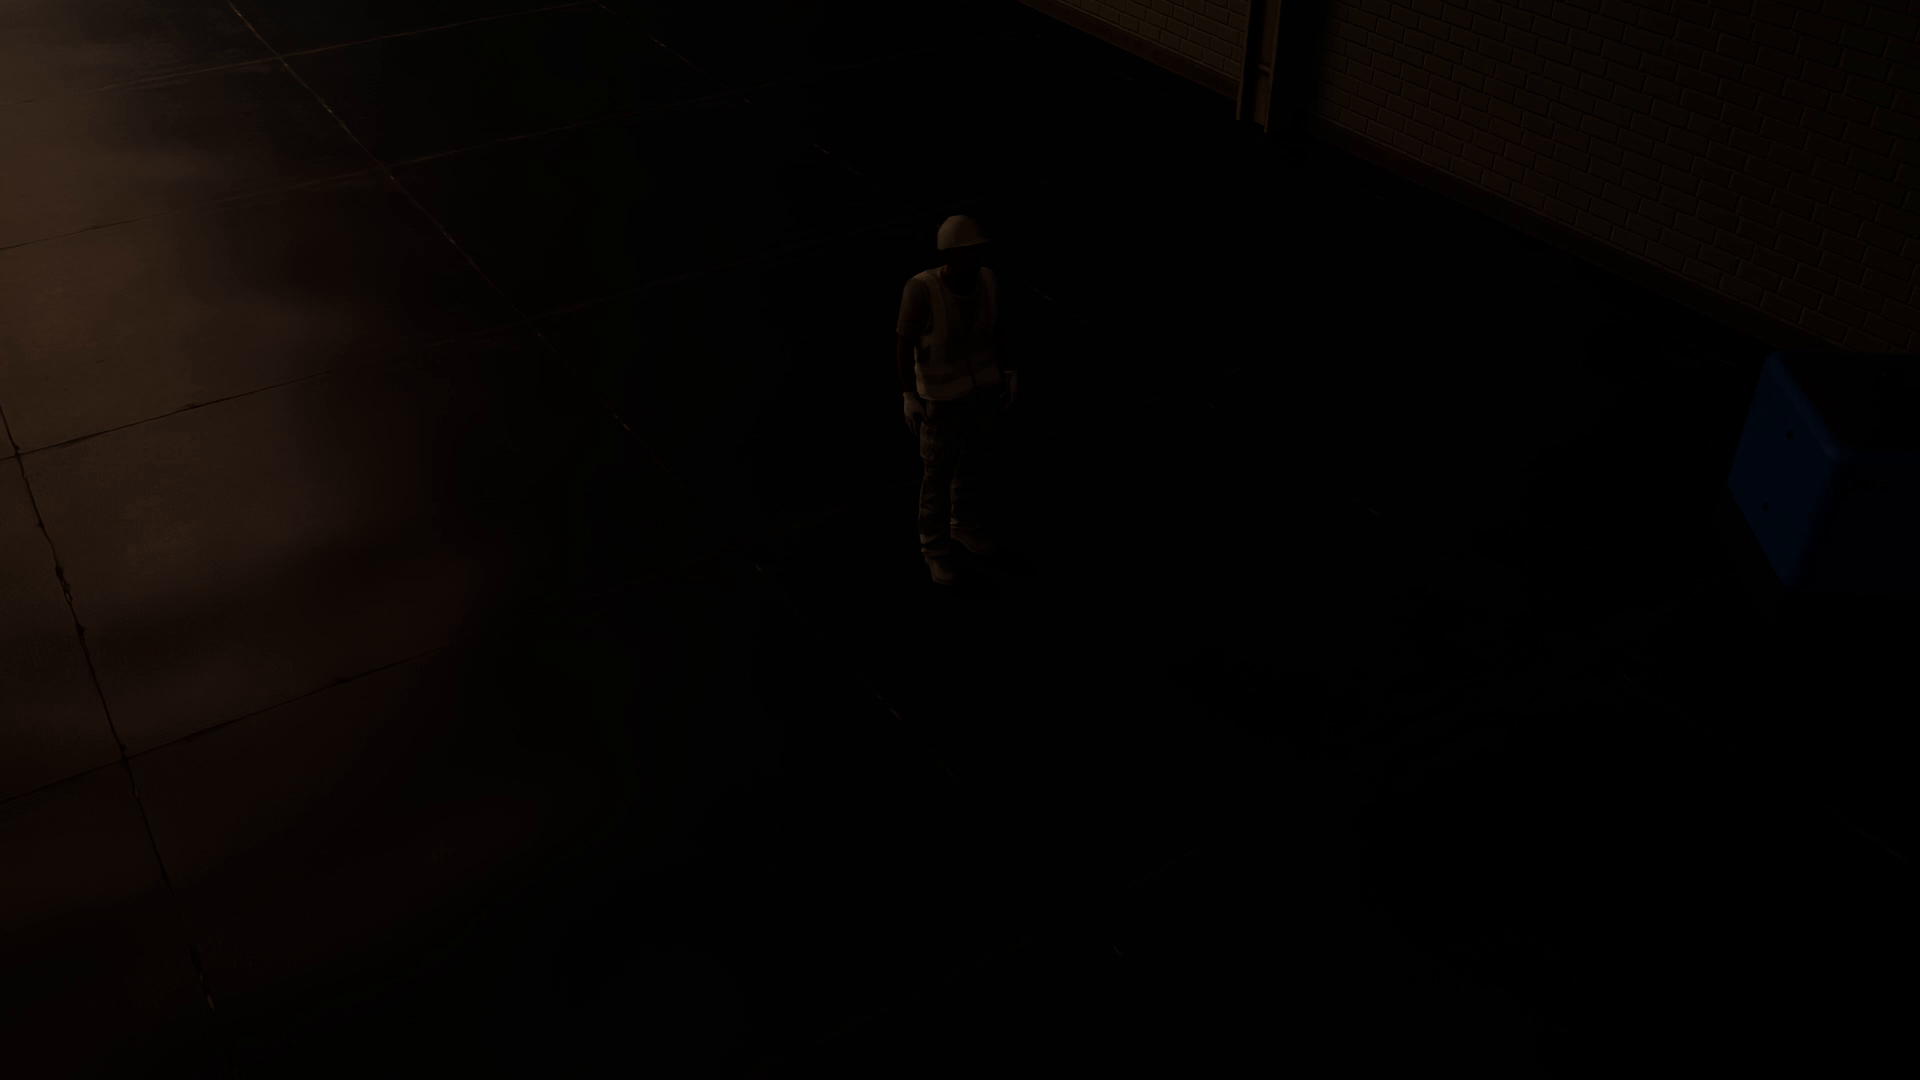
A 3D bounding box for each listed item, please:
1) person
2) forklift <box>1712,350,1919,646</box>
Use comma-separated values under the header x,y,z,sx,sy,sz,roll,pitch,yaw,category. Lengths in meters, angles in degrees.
x,y,z,sx,sy,sz,roll,pitch,yaw,category
0.031,-0.698,8.127,0.656,1.782,0.577,-21,40,-27,person
5.413,-0.923,7.461,3.031,2.935,1.130,2,35,4,forklift
